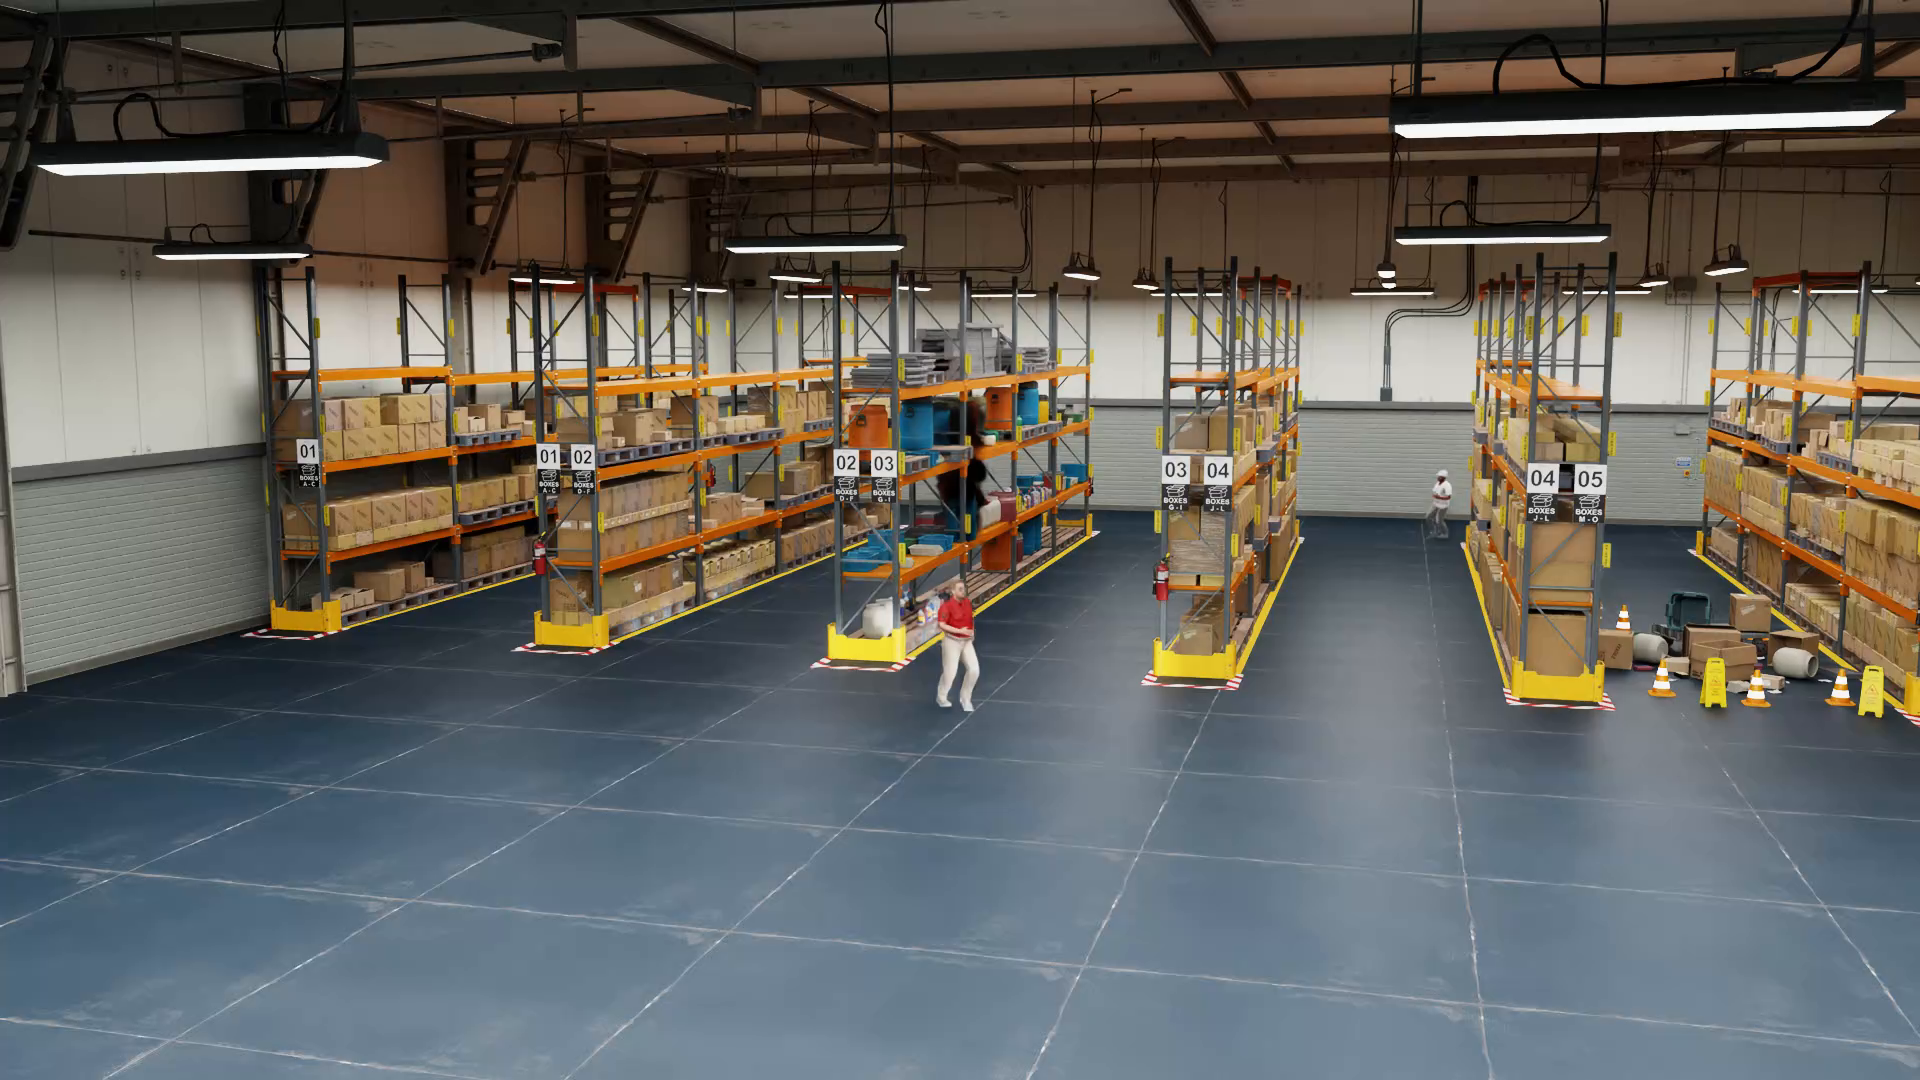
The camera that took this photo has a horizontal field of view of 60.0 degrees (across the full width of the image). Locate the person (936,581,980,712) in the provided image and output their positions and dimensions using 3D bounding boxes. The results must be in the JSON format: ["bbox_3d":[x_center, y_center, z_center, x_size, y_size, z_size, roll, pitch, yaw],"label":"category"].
[{"bbox_3d":[-0.007,1.421,21.795,0.680,1.800,0.752,-6,9,-38],"label":"person"}]

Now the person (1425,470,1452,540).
[{"bbox_3d":[11.385,-0.804,39.305,0.656,1.735,0.818,-2,8,-16],"label":"person"}]
